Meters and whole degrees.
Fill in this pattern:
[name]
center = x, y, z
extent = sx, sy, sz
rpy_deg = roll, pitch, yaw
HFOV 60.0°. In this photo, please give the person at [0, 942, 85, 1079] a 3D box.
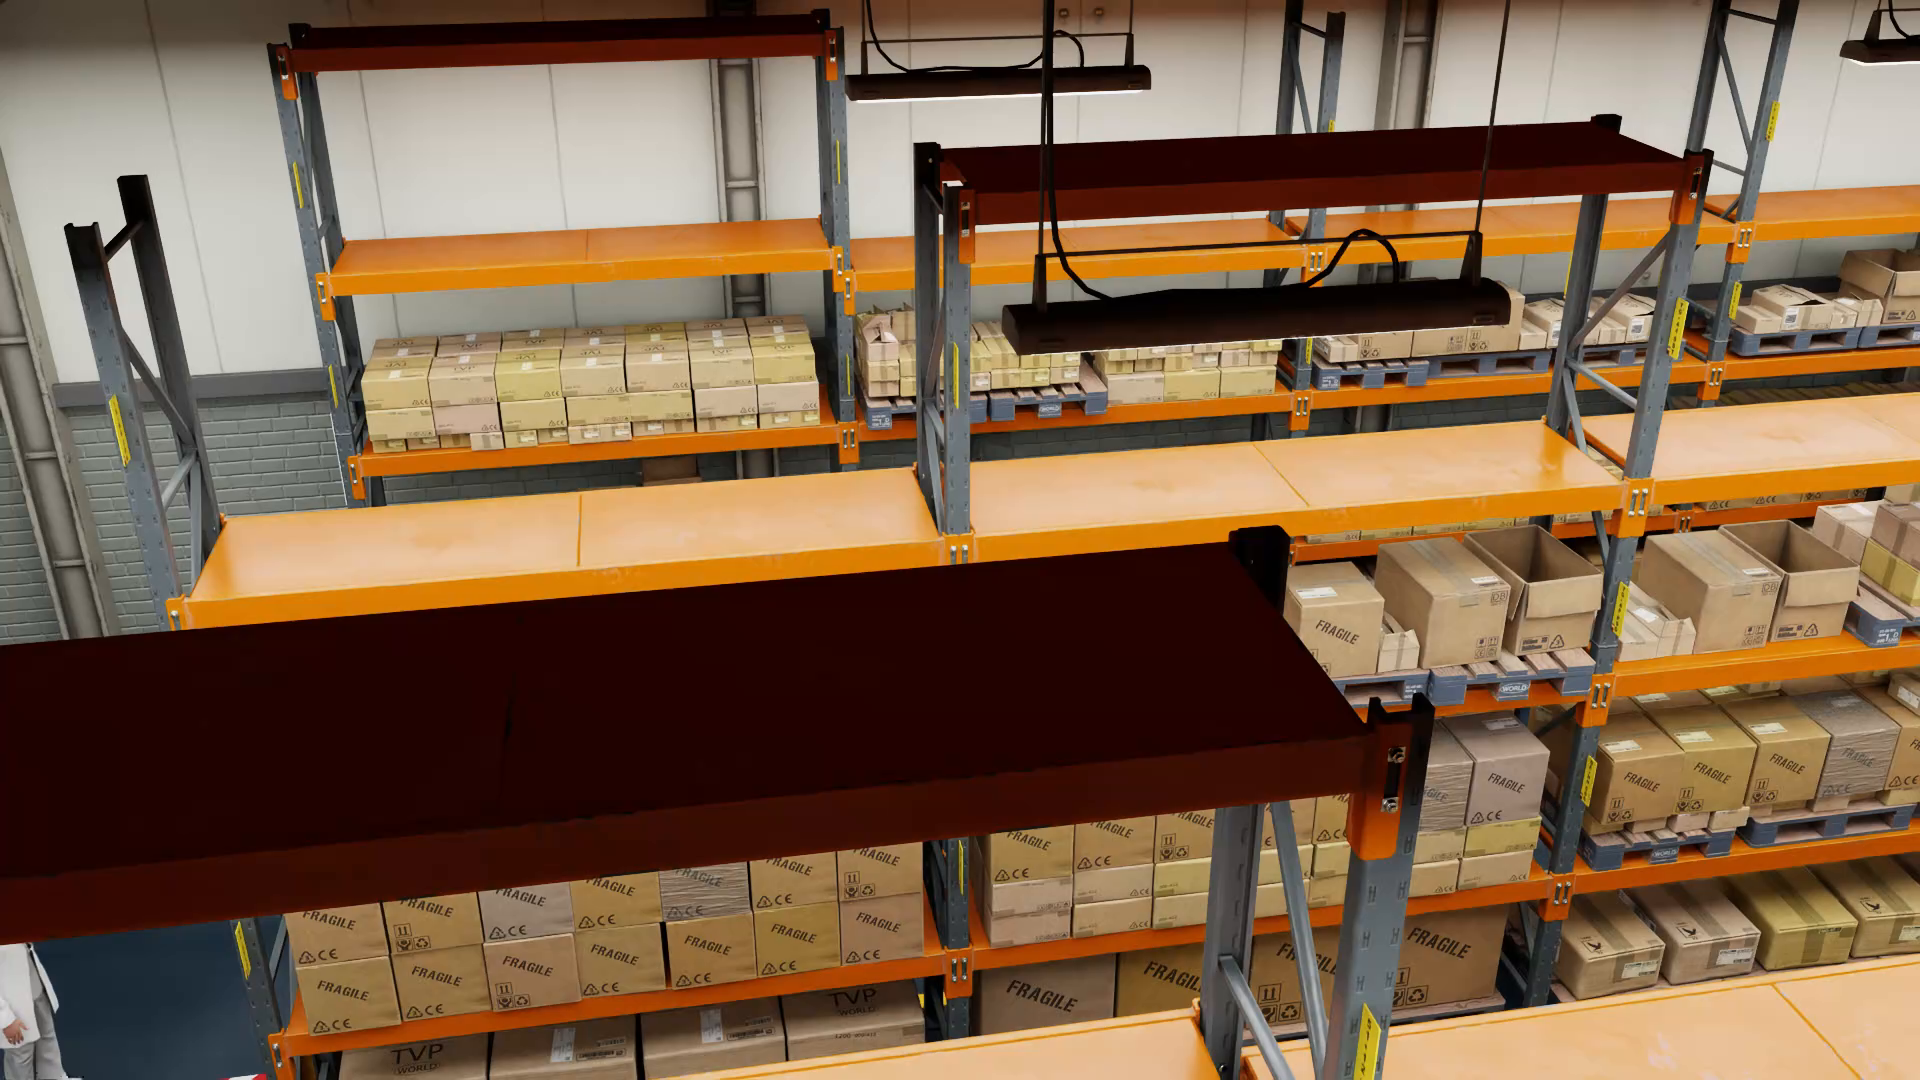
[person]
center = -5.882, 2.877, 10.374
extent = 0.479, 1.801, 0.629
rpy_deg = 0, 26, 0
